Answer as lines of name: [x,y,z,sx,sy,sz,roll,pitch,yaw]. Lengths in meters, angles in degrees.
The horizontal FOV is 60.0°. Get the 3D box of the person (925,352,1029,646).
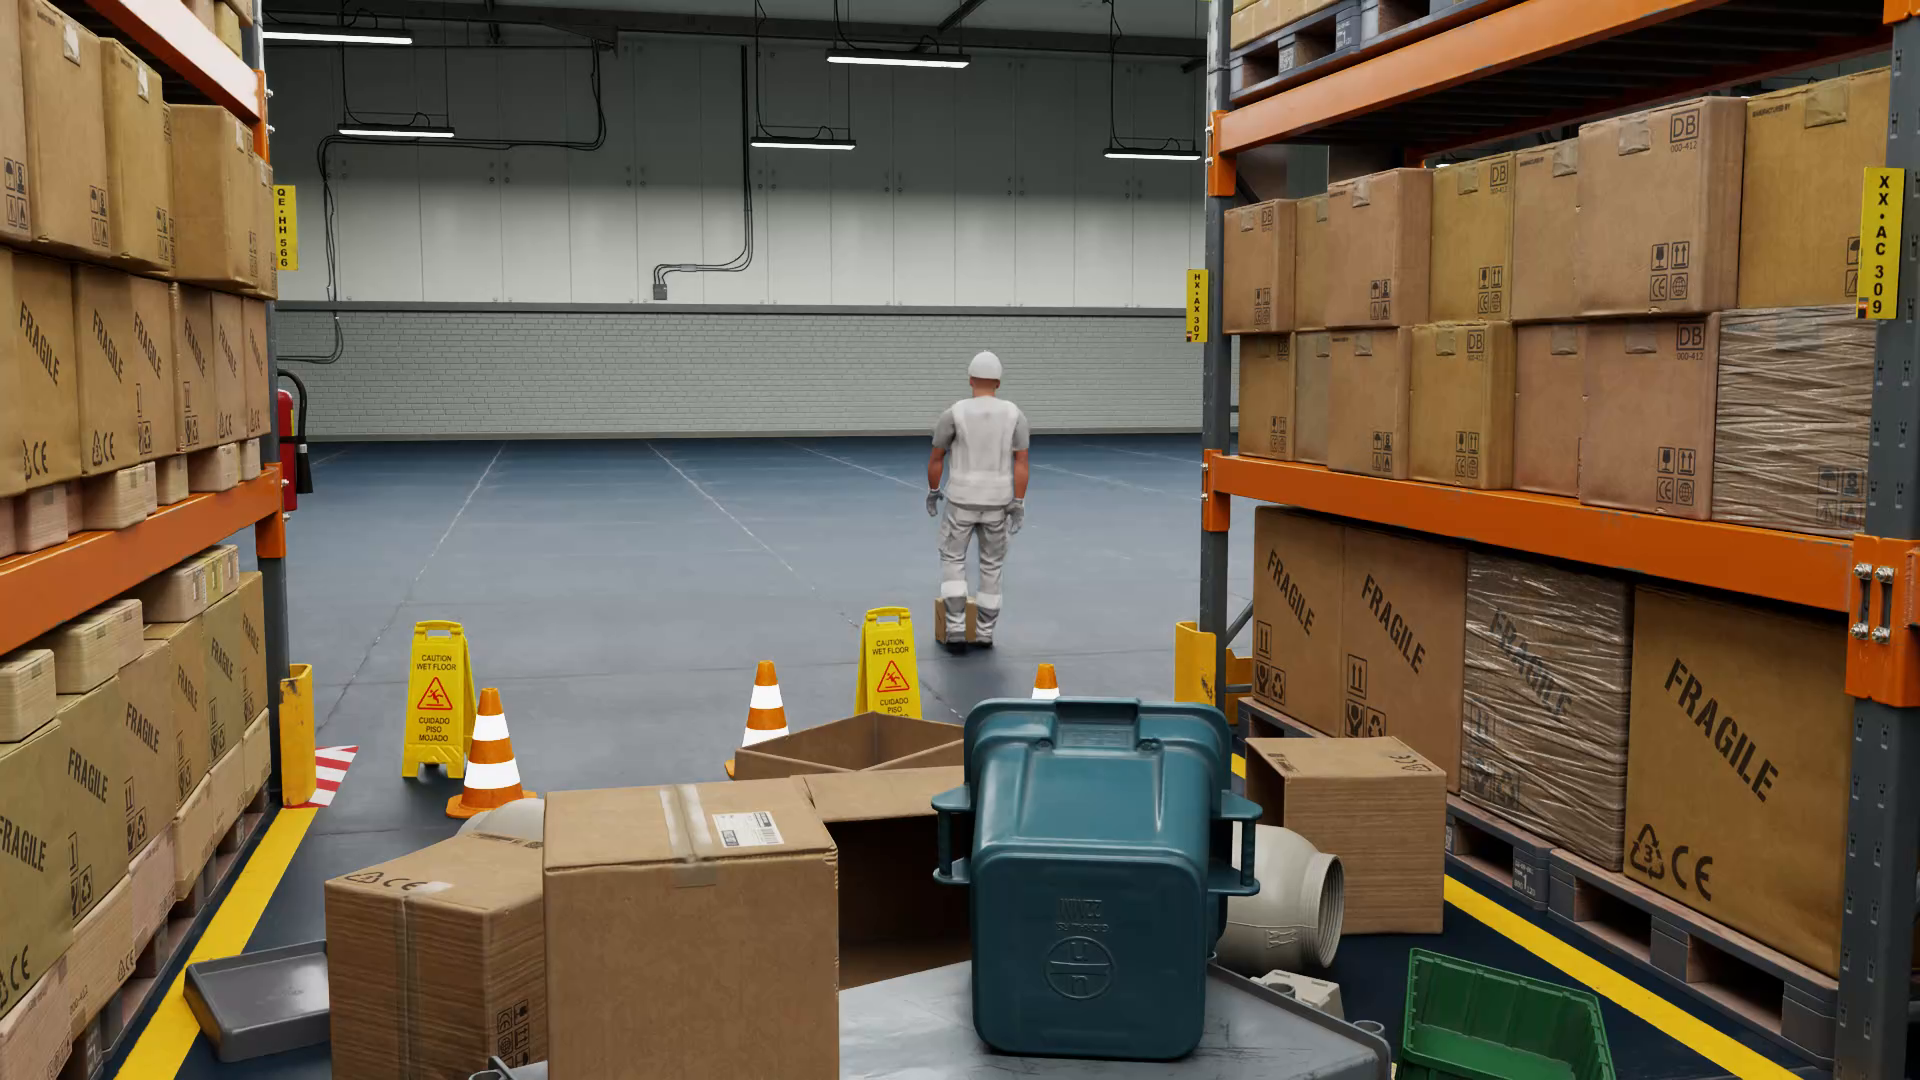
person: [0.084,-0.200,9.931,0.577,1.839,0.648,-1,6,-9]
